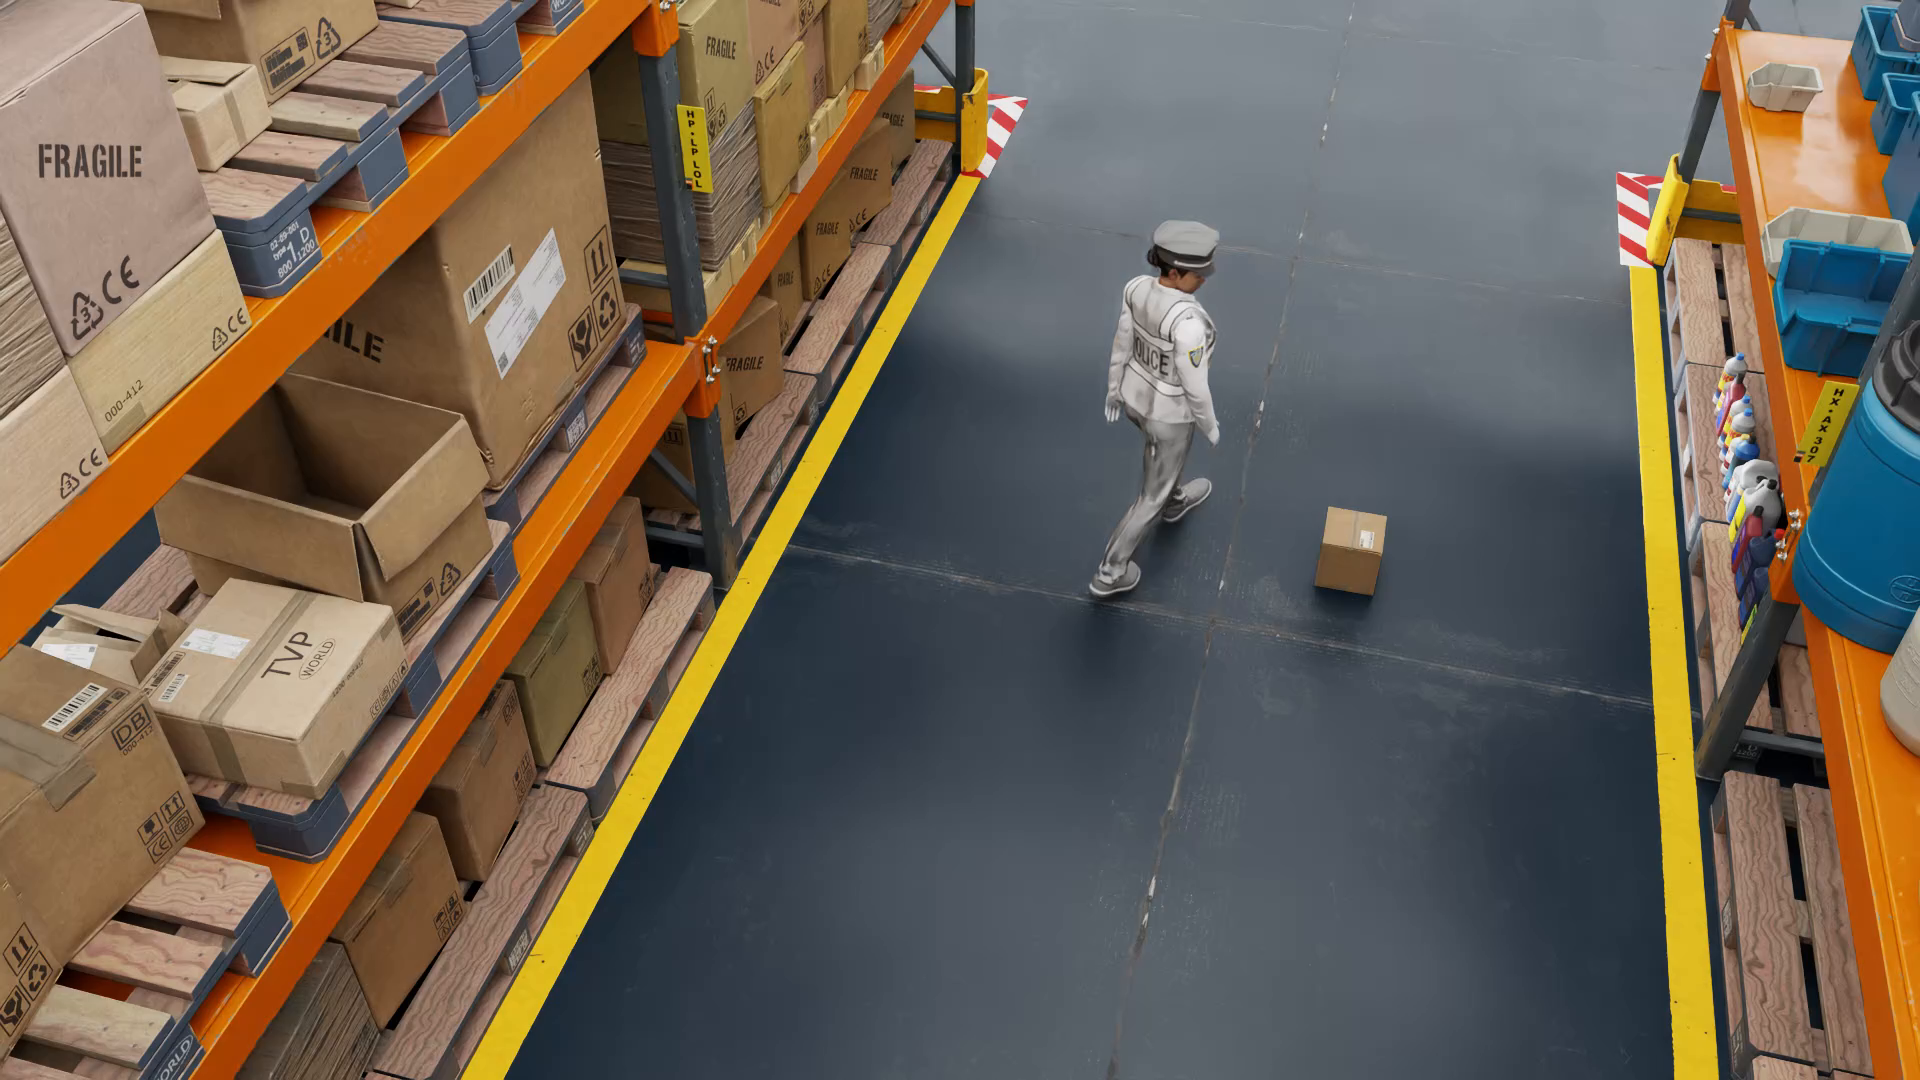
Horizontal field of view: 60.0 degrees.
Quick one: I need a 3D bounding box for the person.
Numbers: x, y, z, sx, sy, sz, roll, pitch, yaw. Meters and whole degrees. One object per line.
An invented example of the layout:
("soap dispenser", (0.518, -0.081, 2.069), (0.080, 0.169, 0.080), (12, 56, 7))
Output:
("person", (0.857, -0.555, 6.784), (0.868, 1.631, 0.518), (-21, 46, -23))
